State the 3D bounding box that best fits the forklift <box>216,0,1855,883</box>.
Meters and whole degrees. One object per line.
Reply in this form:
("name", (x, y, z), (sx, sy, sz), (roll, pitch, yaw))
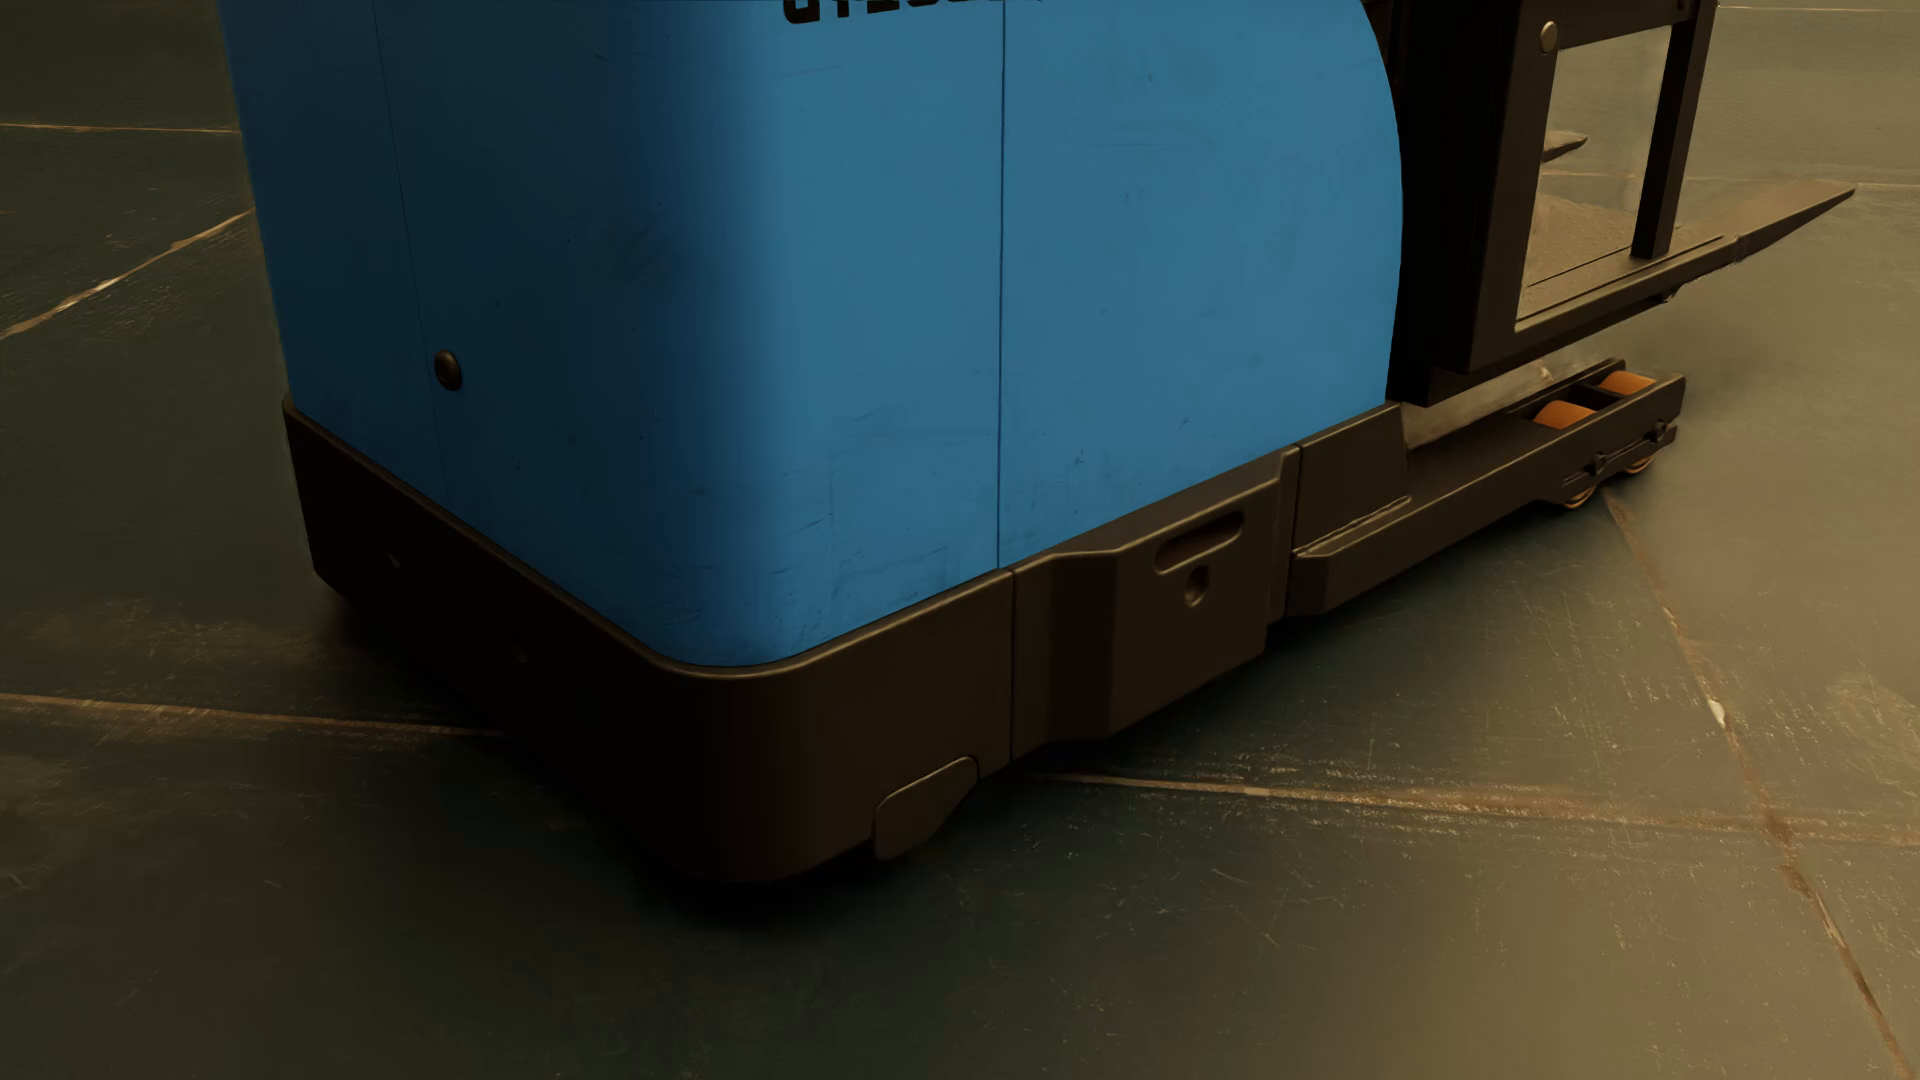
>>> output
("forklift", (0.541, -1.514, 2.251), (3.031, 2.935, 1.130), (-22, 34, -37))
